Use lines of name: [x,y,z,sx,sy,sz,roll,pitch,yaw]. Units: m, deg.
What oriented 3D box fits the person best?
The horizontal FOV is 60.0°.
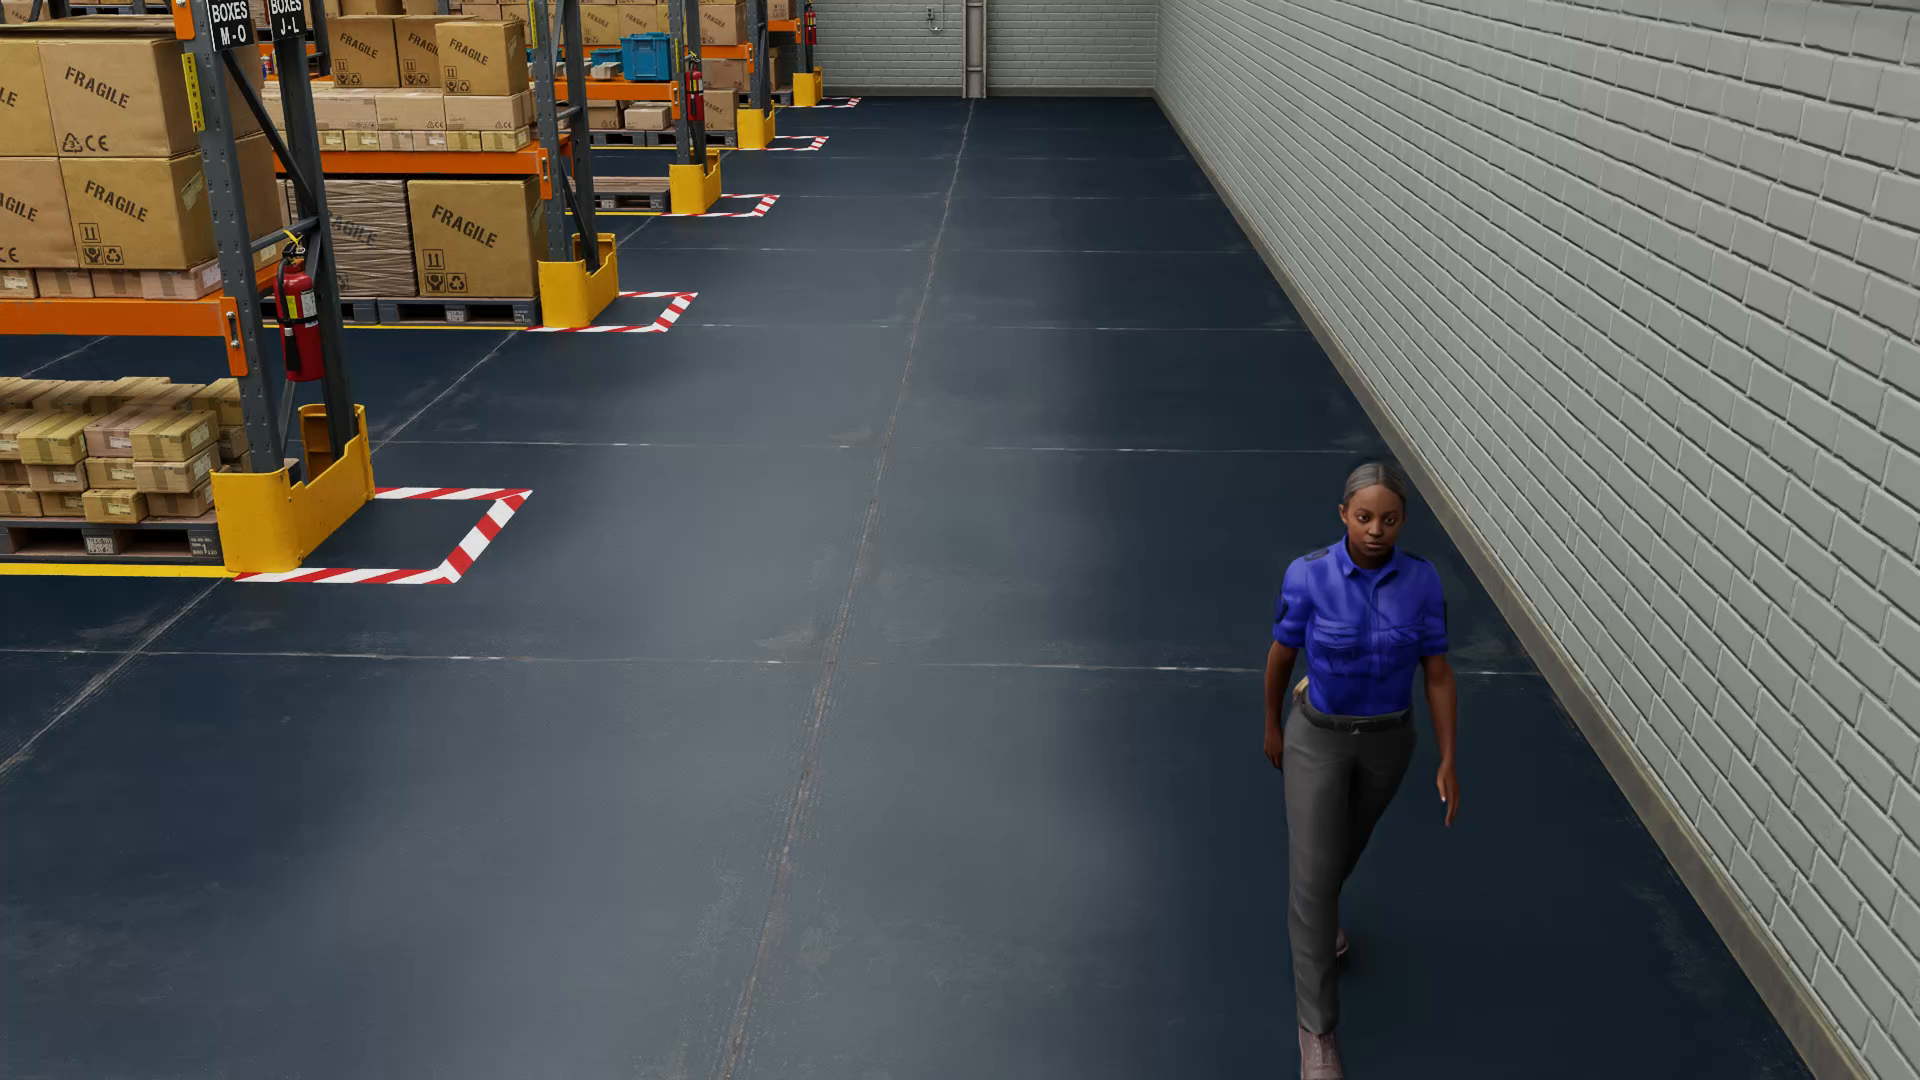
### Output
person: [1.095,0.590,4.543,0.464,1.636,0.915,-2,21,-5]
